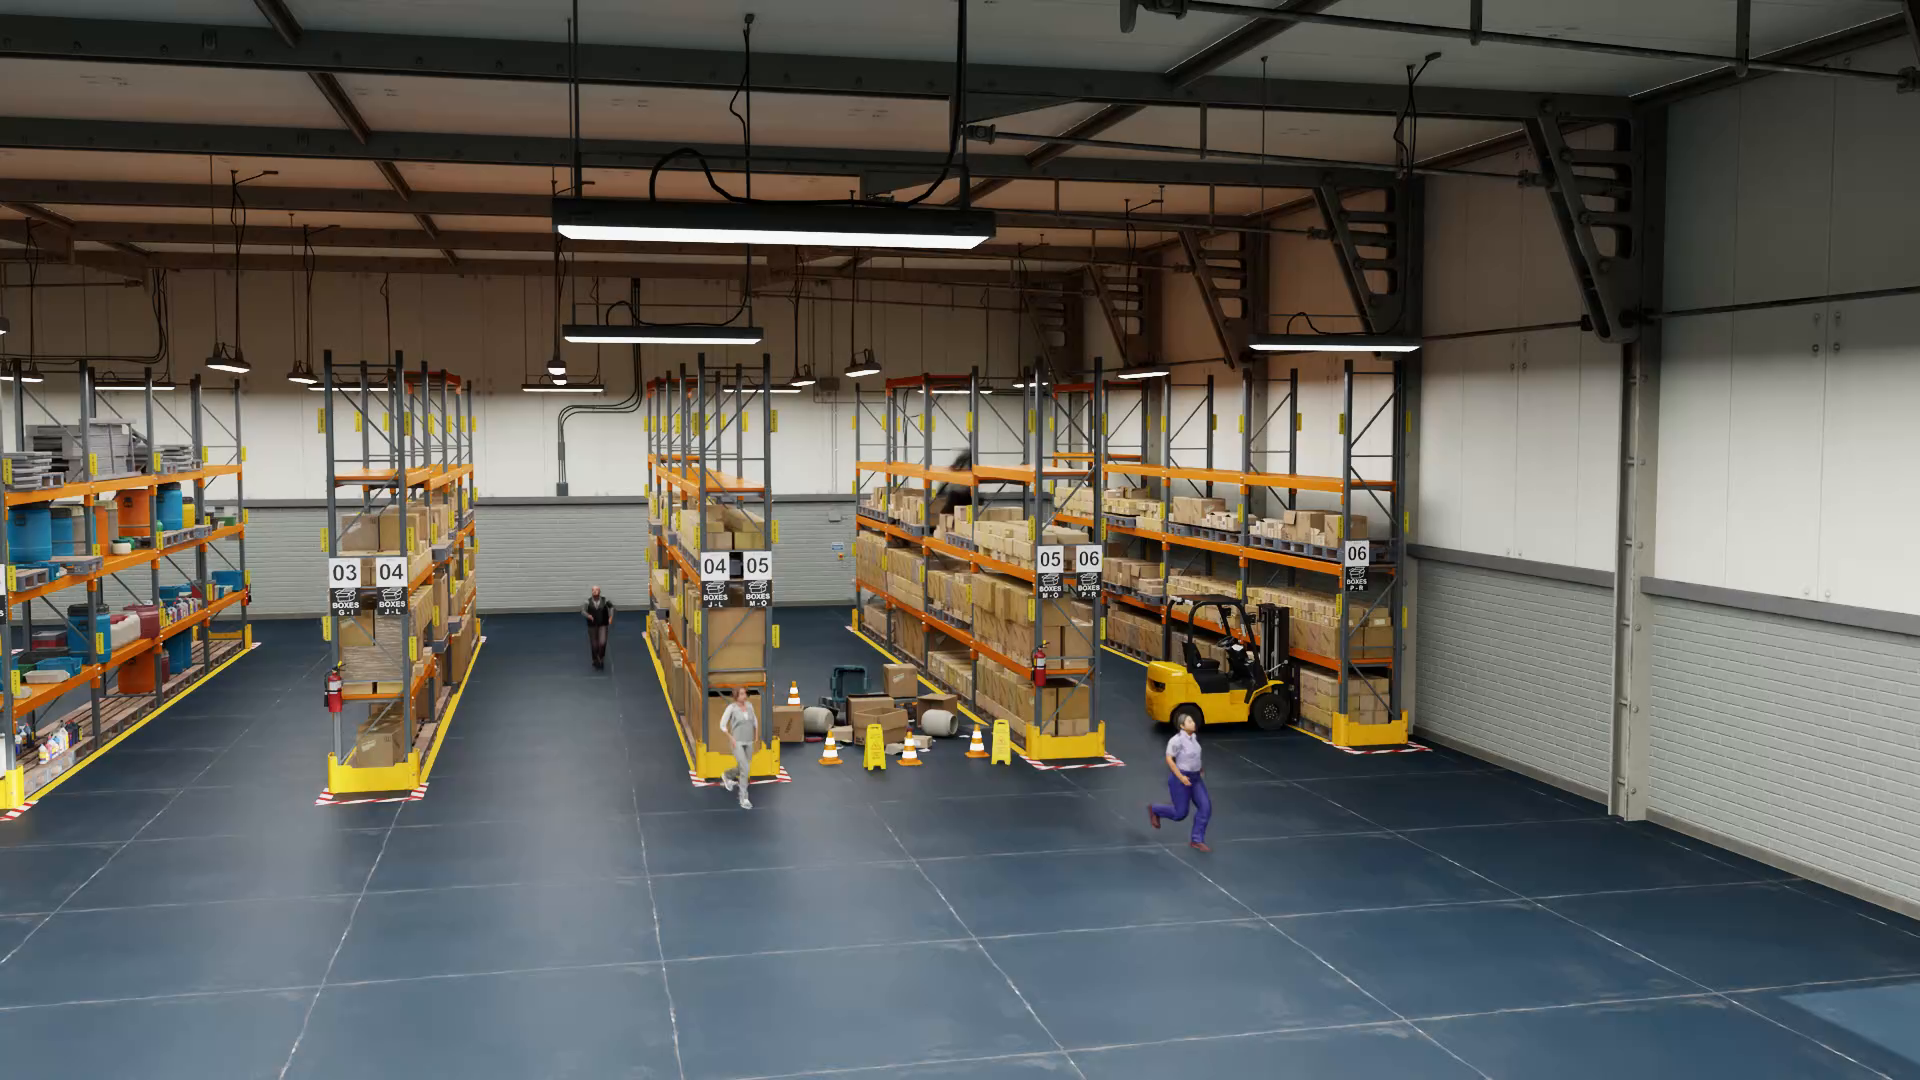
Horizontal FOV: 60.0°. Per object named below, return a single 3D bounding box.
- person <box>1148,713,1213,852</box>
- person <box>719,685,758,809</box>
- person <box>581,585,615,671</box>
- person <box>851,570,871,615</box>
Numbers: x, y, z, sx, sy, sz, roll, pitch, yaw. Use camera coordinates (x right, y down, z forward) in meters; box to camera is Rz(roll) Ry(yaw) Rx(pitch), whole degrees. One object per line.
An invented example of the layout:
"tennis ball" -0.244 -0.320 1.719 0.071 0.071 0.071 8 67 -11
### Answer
"person" 2.633 2.857 19.690 0.809 1.619 0.590 4 5 42
"person" -2.935 2.695 21.925 0.539 1.599 0.700 -3 5 -41
"person" -7.400 1.801 33.968 0.661 1.742 0.707 0 4 -7
"person" -2.416 1.236 41.770 0.684 1.762 0.730 0 4 6
